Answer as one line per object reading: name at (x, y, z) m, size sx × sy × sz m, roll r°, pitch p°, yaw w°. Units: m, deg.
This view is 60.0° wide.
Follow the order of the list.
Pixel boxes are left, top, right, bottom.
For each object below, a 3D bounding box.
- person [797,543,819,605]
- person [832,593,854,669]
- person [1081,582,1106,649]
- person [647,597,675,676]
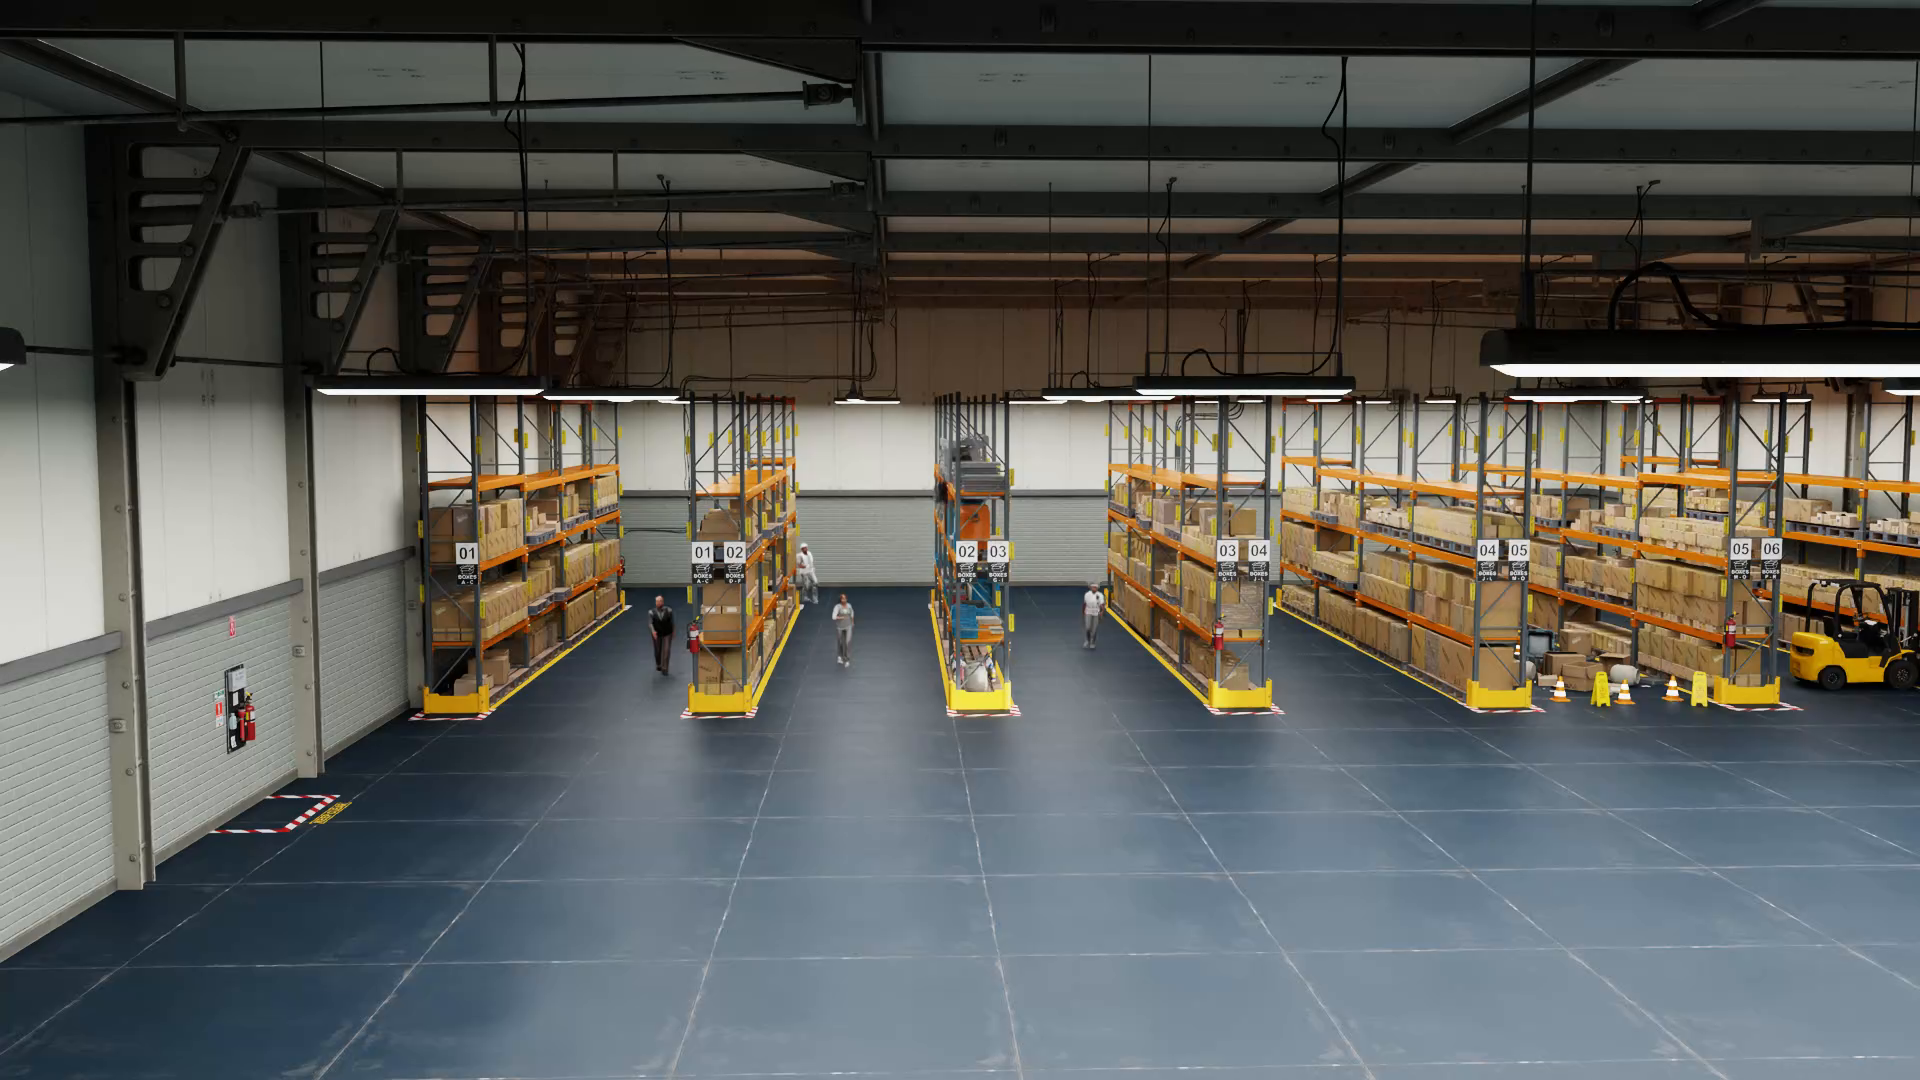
person at (-4.457, 0.976, 48.311) m, size 0.688 × 1.790 × 0.711 m, roll -4°, pitch 6°, yaw -40°
person at (-2.570, 1.975, 36.596) m, size 0.502 × 1.625 × 0.823 m, roll -1°, pitch 5°, yaw -10°
person at (3.132, 1.775, 39.133) m, size 0.537 × 1.621 × 0.762 m, roll 0°, pitch 5°, yaw 3°
person at (-6.347, 2.019, 35.311) m, size 0.561 × 1.662 × 0.965 m, roll 0°, pitch 5°, yaw -5°
